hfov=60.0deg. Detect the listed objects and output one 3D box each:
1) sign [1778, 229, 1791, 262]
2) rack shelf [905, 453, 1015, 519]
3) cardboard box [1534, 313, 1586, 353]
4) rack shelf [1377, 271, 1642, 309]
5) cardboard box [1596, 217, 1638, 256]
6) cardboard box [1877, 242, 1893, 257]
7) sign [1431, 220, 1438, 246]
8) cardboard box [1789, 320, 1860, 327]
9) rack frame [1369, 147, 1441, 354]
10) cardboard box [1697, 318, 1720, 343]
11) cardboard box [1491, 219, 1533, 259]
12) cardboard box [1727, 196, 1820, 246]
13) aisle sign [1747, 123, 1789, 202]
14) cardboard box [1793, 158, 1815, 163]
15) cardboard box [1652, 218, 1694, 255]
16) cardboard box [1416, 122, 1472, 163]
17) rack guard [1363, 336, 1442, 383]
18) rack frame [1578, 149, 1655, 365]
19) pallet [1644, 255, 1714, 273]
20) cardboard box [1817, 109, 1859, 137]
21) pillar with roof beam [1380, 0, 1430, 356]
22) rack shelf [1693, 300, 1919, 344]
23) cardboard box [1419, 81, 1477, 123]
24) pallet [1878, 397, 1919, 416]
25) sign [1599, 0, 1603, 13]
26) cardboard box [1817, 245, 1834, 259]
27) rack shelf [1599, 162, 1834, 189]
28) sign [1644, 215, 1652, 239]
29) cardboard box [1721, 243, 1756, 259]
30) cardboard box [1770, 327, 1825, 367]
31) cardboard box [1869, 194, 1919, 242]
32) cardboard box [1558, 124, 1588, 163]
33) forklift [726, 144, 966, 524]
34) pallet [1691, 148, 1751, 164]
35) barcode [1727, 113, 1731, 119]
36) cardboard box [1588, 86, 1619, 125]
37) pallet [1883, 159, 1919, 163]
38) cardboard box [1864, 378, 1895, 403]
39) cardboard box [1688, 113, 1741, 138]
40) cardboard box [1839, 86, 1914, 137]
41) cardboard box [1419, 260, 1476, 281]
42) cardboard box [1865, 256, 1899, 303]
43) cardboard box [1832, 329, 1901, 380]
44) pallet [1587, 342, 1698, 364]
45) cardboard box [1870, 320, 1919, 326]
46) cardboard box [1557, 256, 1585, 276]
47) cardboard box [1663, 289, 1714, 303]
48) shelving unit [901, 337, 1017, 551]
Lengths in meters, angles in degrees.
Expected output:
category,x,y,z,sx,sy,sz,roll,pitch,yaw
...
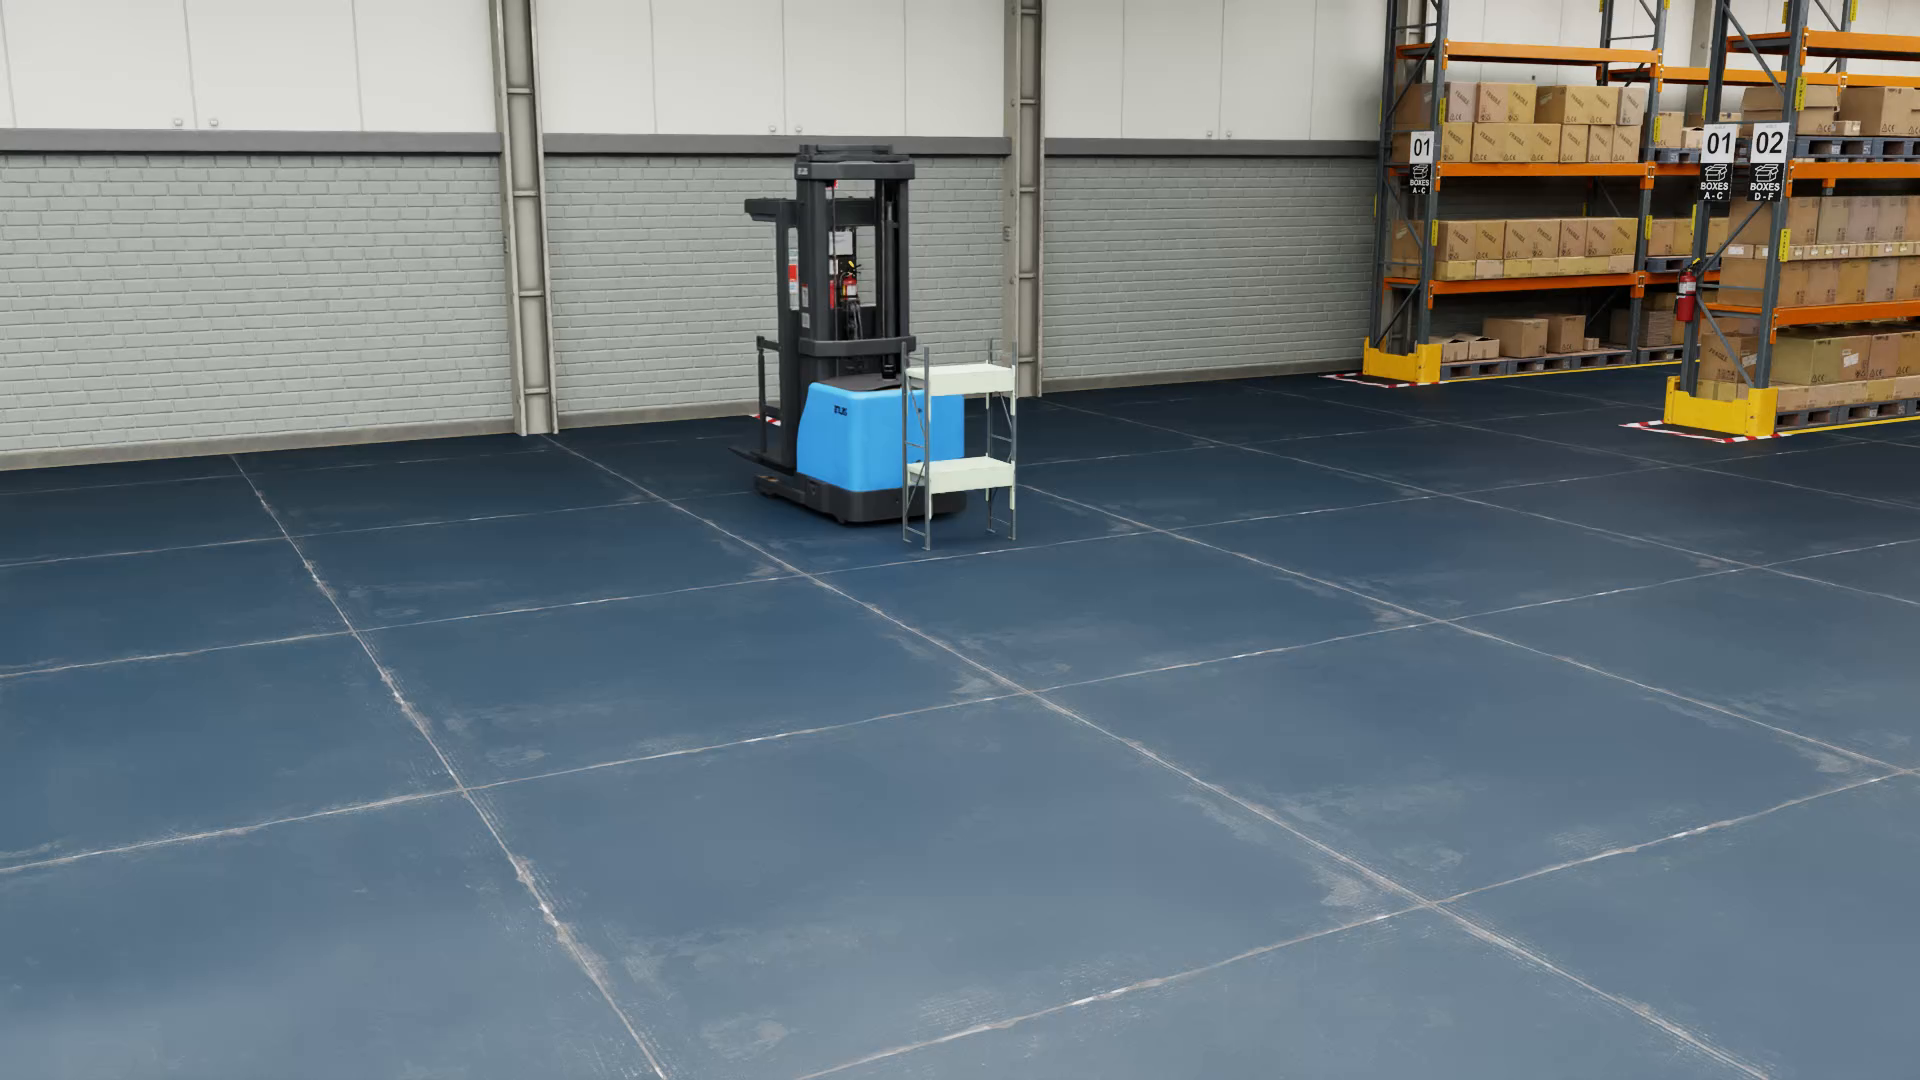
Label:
category,x,y,z,sx,sy,sz,roll,pitch,yaw
sign,8.466,-3.027,17.076,0.005,0.325,0.100,-7,14,-28
rack shelf,-0.006,-0.413,12.513,0.720,0.370,0.431,-7,14,-28
cardboard box,8.448,-2.927,23.474,0.500,0.500,0.500,-8,15,-32
rack shelf,7.584,-3.487,22.912,4.000,0.370,1.077,-7,14,-28
cardboard box,9.073,-4.242,23.214,0.500,0.500,0.500,-7,14,-28
cardboard box,10.003,-3.200,18.292,0.250,0.149,0.380,-7,14,-27
sign,6.089,-3.946,21.338,0.005,0.325,0.100,-7,14,-28
cardboard box,13.559,-3.678,26.059,0.750,0.750,0.750,-7,14,-29
rack frame,5.829,-3.628,21.898,0.127,3.000,1.000,-7,14,-28
cardboard box,10.874,-3.234,24.840,0.500,0.500,0.700,-7,14,-27
cardboard box,7.287,-4.026,22.254,0.500,0.500,0.500,-7,15,-30
cardboard box,8.668,-3.408,17.736,0.500,0.500,0.700,-7,14,-28
aisle sign,8.295,-3.876,17.079,0.004,0.787,0.394,-7,14,-28
cardboard box,12.348,-5.771,24.748,0.500,0.311,0.500,-7,14,-28
cardboard box,10.297,-4.416,24.172,0.500,0.500,0.700,-5,14,-22
cardboard box,6.242,-5.137,21.497,0.500,0.500,0.500,-6,14,-26
rack guard,5.895,-2.416,22.208,0.348,0.500,1.175,-7,14,-28
rack frame,9.340,-4.049,23.767,0.127,3.000,1.000,-7,14,-28
pallet,10.080,-4.007,24.021,1.213,0.211,1.003,-7,14,-28
cardboard box,9.578,-4.597,18.300,0.500,0.311,0.500,-5,14,-21
pillar with roof beam,8.091,-5.965,18.620,0.400,9.000,9.100,-7,14,-28
rack shelf,9.961,-2.533,18.671,4.000,0.370,1.077,-7,14,-28
cardboard box,6.283,-5.631,21.418,0.500,0.500,0.500,-8,15,-32
pallet,10.998,-1.659,19.498,1.213,0.211,1.003,-7,14,-28
sign,9.069,-7.615,23.461,0.005,0.325,0.100,-7,14,-28
cardboard box,9.103,-3.093,17.815,0.250,0.149,0.380,-7,14,-28
rack shelf,11.095,-5.372,24.452,4.000,0.370,1.077,-7,14,-28
sign,9.606,-4.367,23.211,0.005,0.325,0.100,-7,14,-28
cardboard box,8.450,-3.116,17.917,0.250,0.149,0.380,-7,15,-29
cardboard box,9.404,-2.125,18.816,0.500,0.500,0.500,-7,14,-28
cardboard box,10.447,-3.622,18.690,0.500,0.500,0.700,-7,14,-28
cardboard box,8.097,-5.354,22.460,0.500,0.500,0.500,-7,15,-30
forklift,-1.127,-1.833,14.080,1.130,2.935,3.031,-7,15,-29
pallet,10.841,-5.575,24.144,1.003,0.211,1.213,-7,14,-28
barcode,8.239,-4.545,17.819,0.075,0.075,0.001,-7,14,-28
cardboard box,8.551,-5.893,22.582,0.500,0.500,0.500,-6,14,-25
pallet,14.370,-6.037,26.200,1.213,0.211,1.003,-6,14,-25
cardboard box,10.100,-1.708,18.673,0.500,0.250,0.500,-7,14,-28
cardboard box,10.940,-5.938,24.145,0.500,0.500,0.500,-7,15,-30
cardboard box,9.794,-4.581,17.798,0.500,0.500,0.500,-7,14,-28
cardboard box,6.409,-3.555,21.868,0.500,0.250,0.500,-7,15,-29
cardboard box,9.979,-2.932,18.580,0.500,0.500,0.700,-6,14,-26
cardboard box,10.101,-2.074,18.590,0.500,0.500,0.500,-7,14,-28
pallet,10.022,-2.770,24.439,1.213,0.211,1.003,-7,14,-28
cardboard box,11.159,-2.335,19.752,0.500,0.500,0.500,-7,14,-28
cardboard box,8.194,-3.770,22.827,0.500,0.250,0.500,-7,14,-28
cardboard box,10.817,-3.593,24.725,0.500,0.250,0.500,-7,15,-29
shelving unit,-0.006,-0.731,12.441,0.755,1.500,0.431,-7,14,-28
